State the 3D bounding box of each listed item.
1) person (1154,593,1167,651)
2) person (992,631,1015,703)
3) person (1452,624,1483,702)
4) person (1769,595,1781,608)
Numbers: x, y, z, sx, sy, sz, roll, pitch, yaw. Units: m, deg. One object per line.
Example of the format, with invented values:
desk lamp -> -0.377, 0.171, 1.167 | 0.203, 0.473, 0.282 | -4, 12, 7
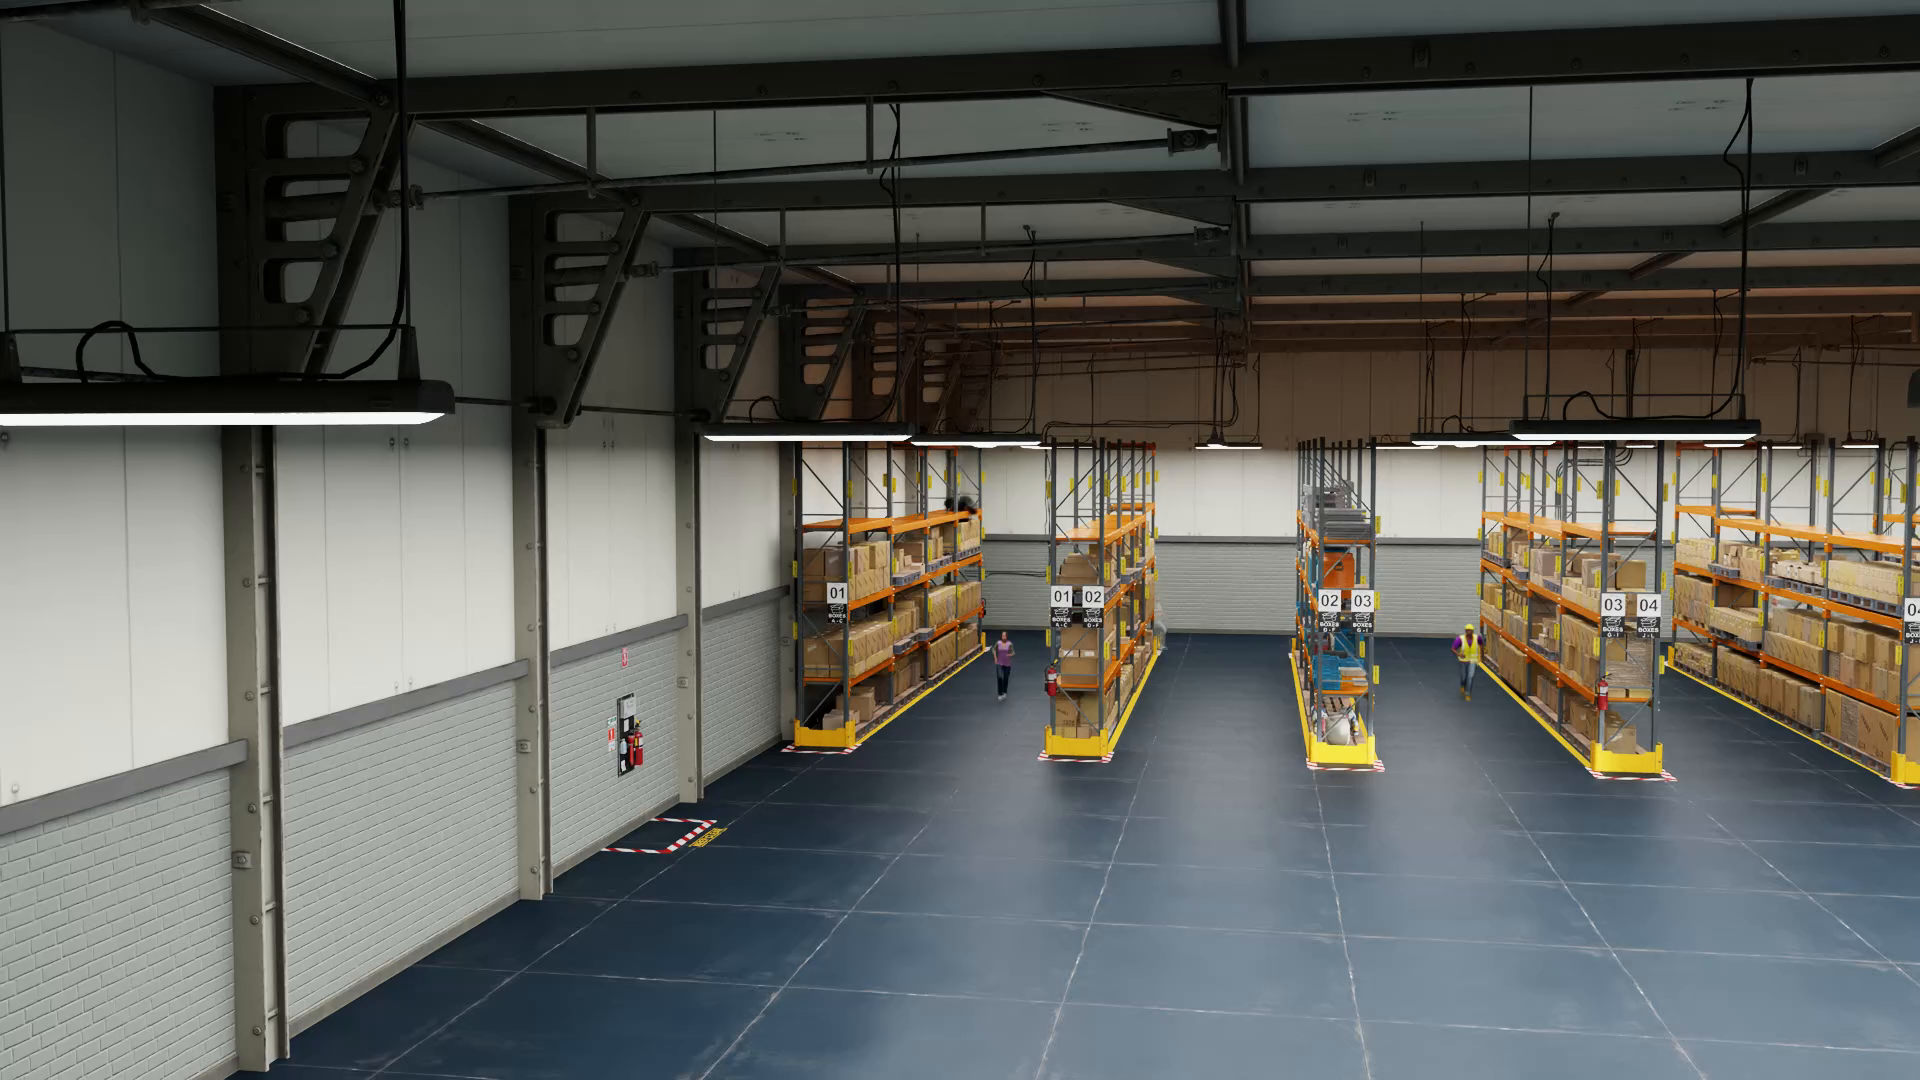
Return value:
person -> 5.650, 2.356, 47.999 | 0.690, 1.672, 0.637 | 1, 3, 25
person -> 1.003, 2.908, 38.175 | 0.517, 1.639, 0.714 | 0, 3, -1
person -> 11.734, 2.810, 38.442 | 0.726, 1.757, 1.016 | 0, 3, 9
person -> 22.339, 2.414, 45.669 | 0.705, 1.824, 0.632 | 0, 3, -4
